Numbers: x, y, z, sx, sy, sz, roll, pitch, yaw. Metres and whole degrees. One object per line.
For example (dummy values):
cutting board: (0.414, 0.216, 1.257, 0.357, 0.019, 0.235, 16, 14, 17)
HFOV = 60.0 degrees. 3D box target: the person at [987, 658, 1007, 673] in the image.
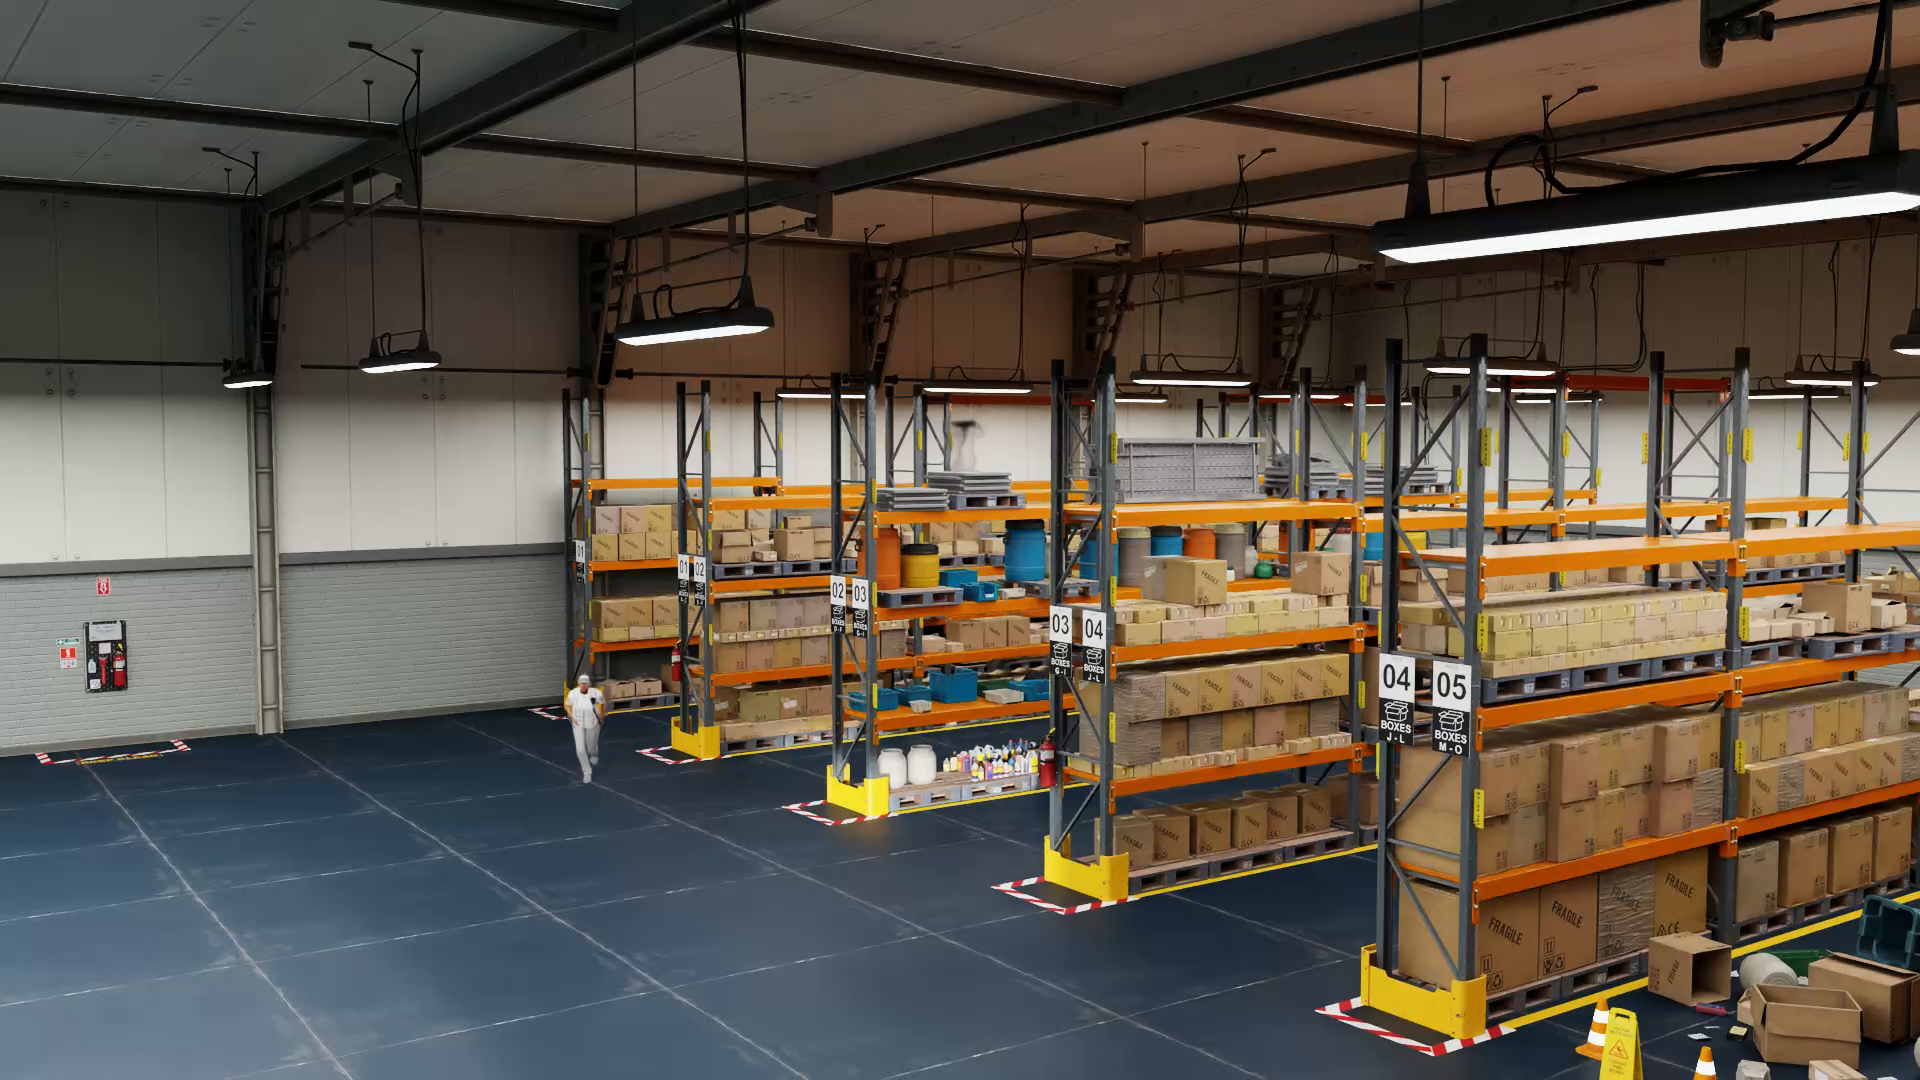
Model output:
person: (0.785, 2.296, 32.315, 0.604, 1.621, 0.568, -3, 5, -40)

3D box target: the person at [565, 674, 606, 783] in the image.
person: (-5.586, 2.781, 24.864, 0.592, 1.617, 0.806, 0, 4, -3)
